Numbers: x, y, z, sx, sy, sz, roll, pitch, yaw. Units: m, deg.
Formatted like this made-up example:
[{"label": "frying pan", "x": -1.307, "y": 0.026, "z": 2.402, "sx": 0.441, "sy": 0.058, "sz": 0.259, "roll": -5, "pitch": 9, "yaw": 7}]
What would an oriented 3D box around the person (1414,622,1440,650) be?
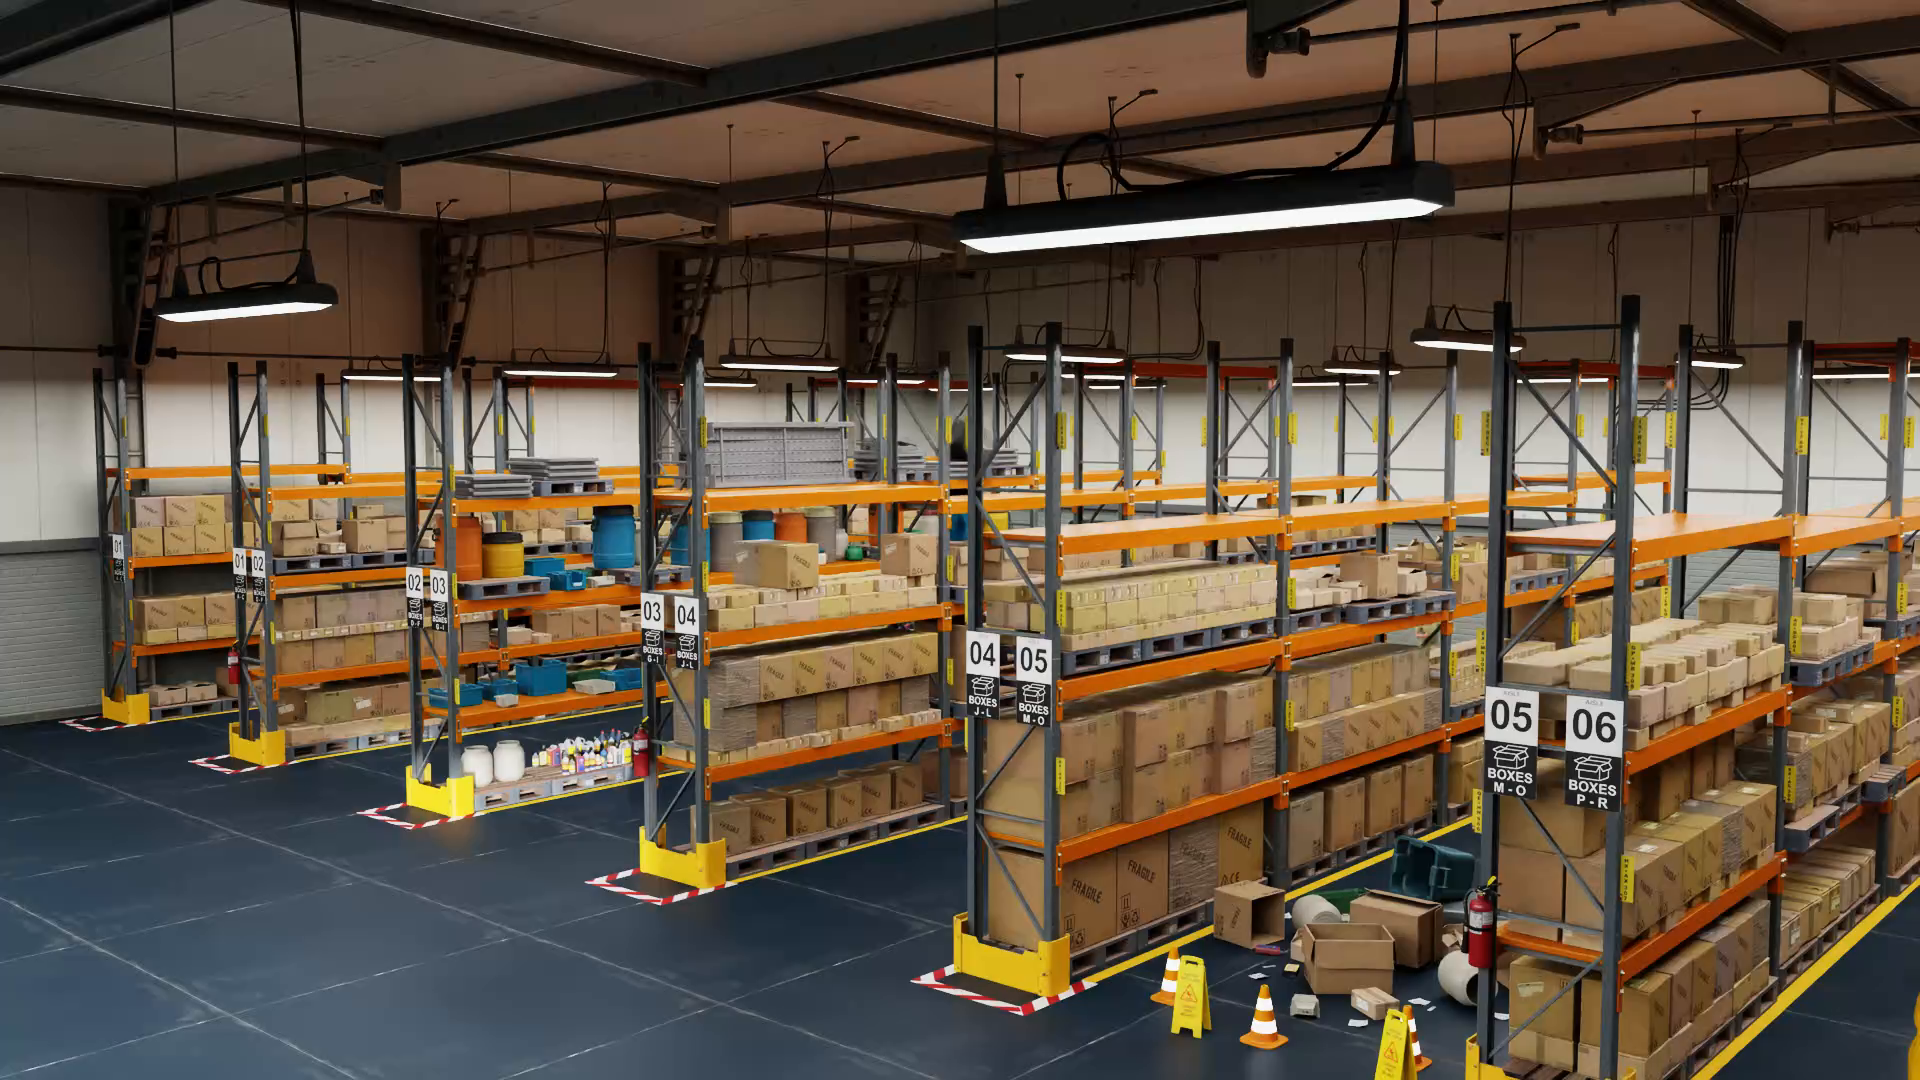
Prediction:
[{"label": "person", "x": 8.899, "y": 2.071, "z": 31.483, "sx": 0.606, "sy": 1.659, "sz": 0.881, "roll": 1, "pitch": 4, "yaw": 12}]
